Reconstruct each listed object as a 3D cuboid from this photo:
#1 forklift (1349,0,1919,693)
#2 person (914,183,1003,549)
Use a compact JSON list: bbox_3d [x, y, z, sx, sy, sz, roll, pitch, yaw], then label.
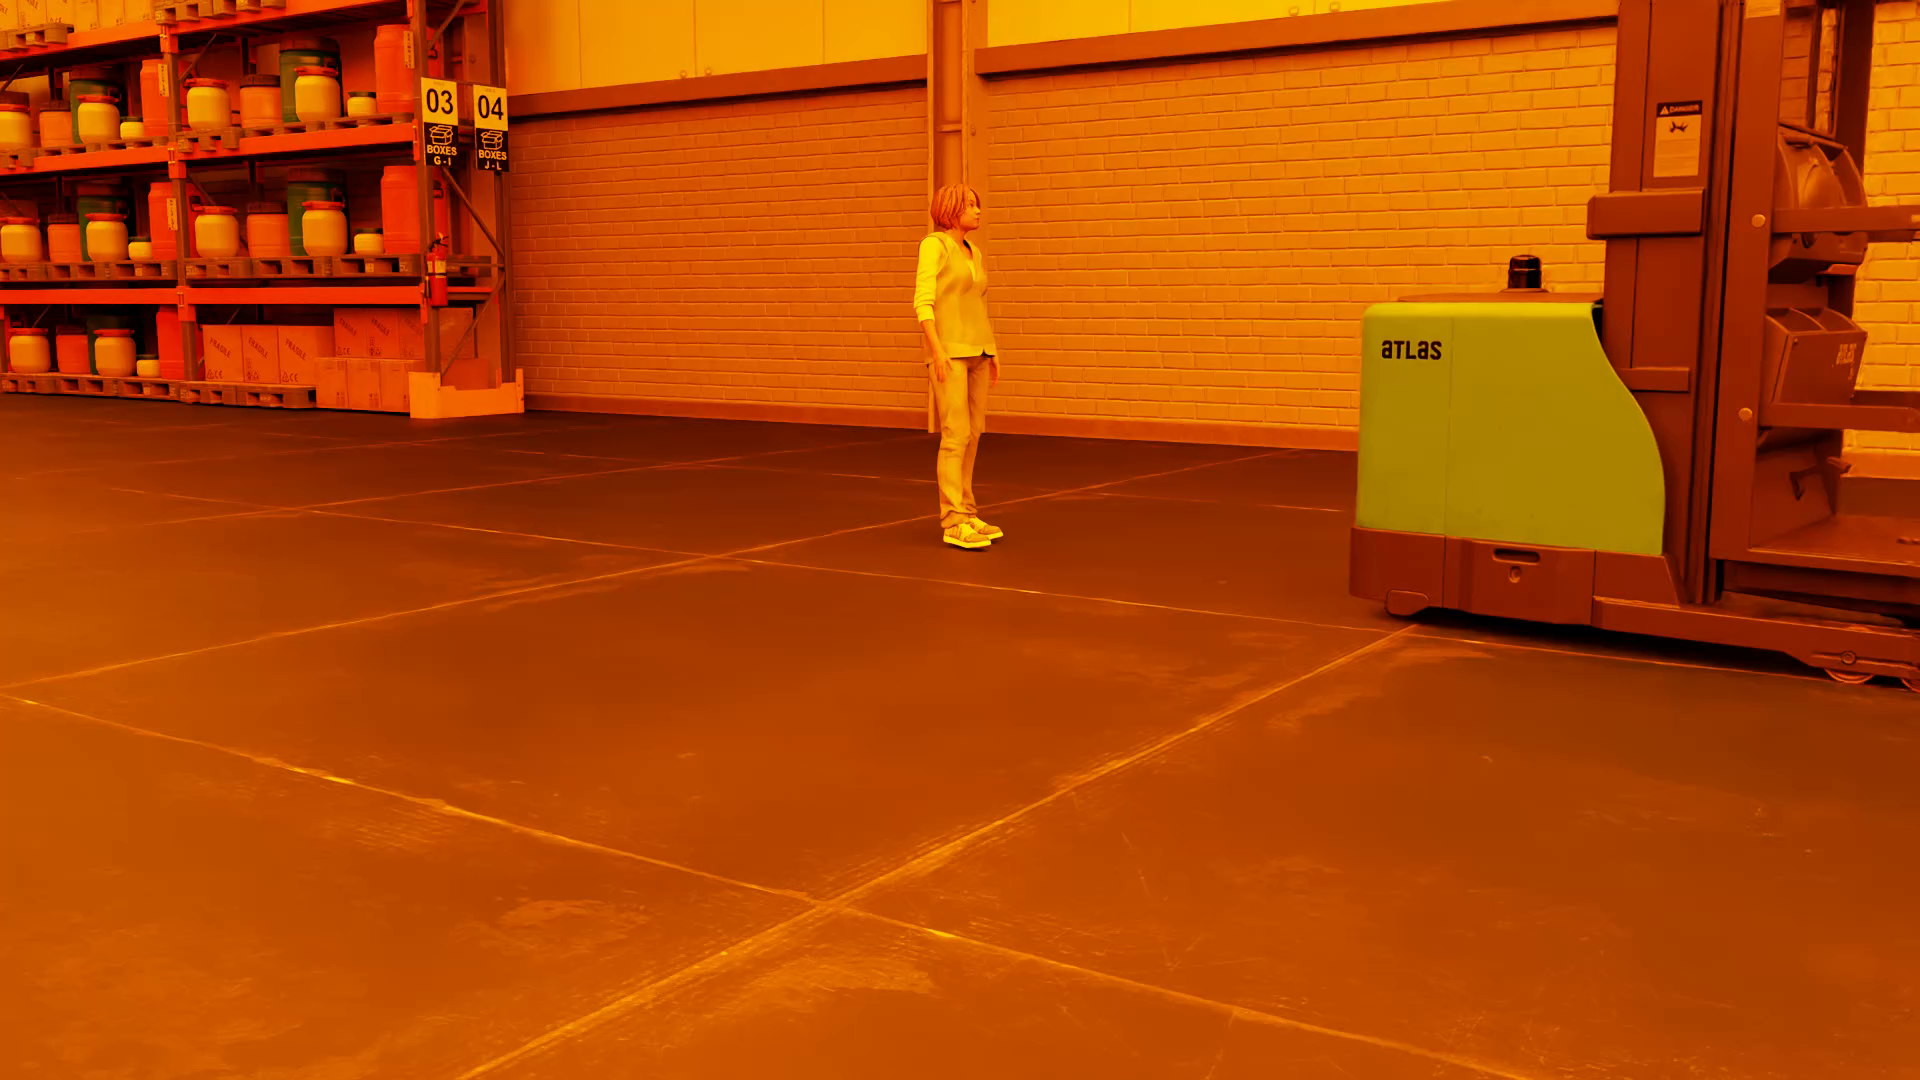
[{"bbox_3d":[2.803,-1.108,4.982,3.031,2.935,1.130,7,11,40],"label":"forklift"},{"bbox_3d":[0.053,-0.791,7.438,0.475,1.597,0.520,5,10,34],"label":"person"}]
